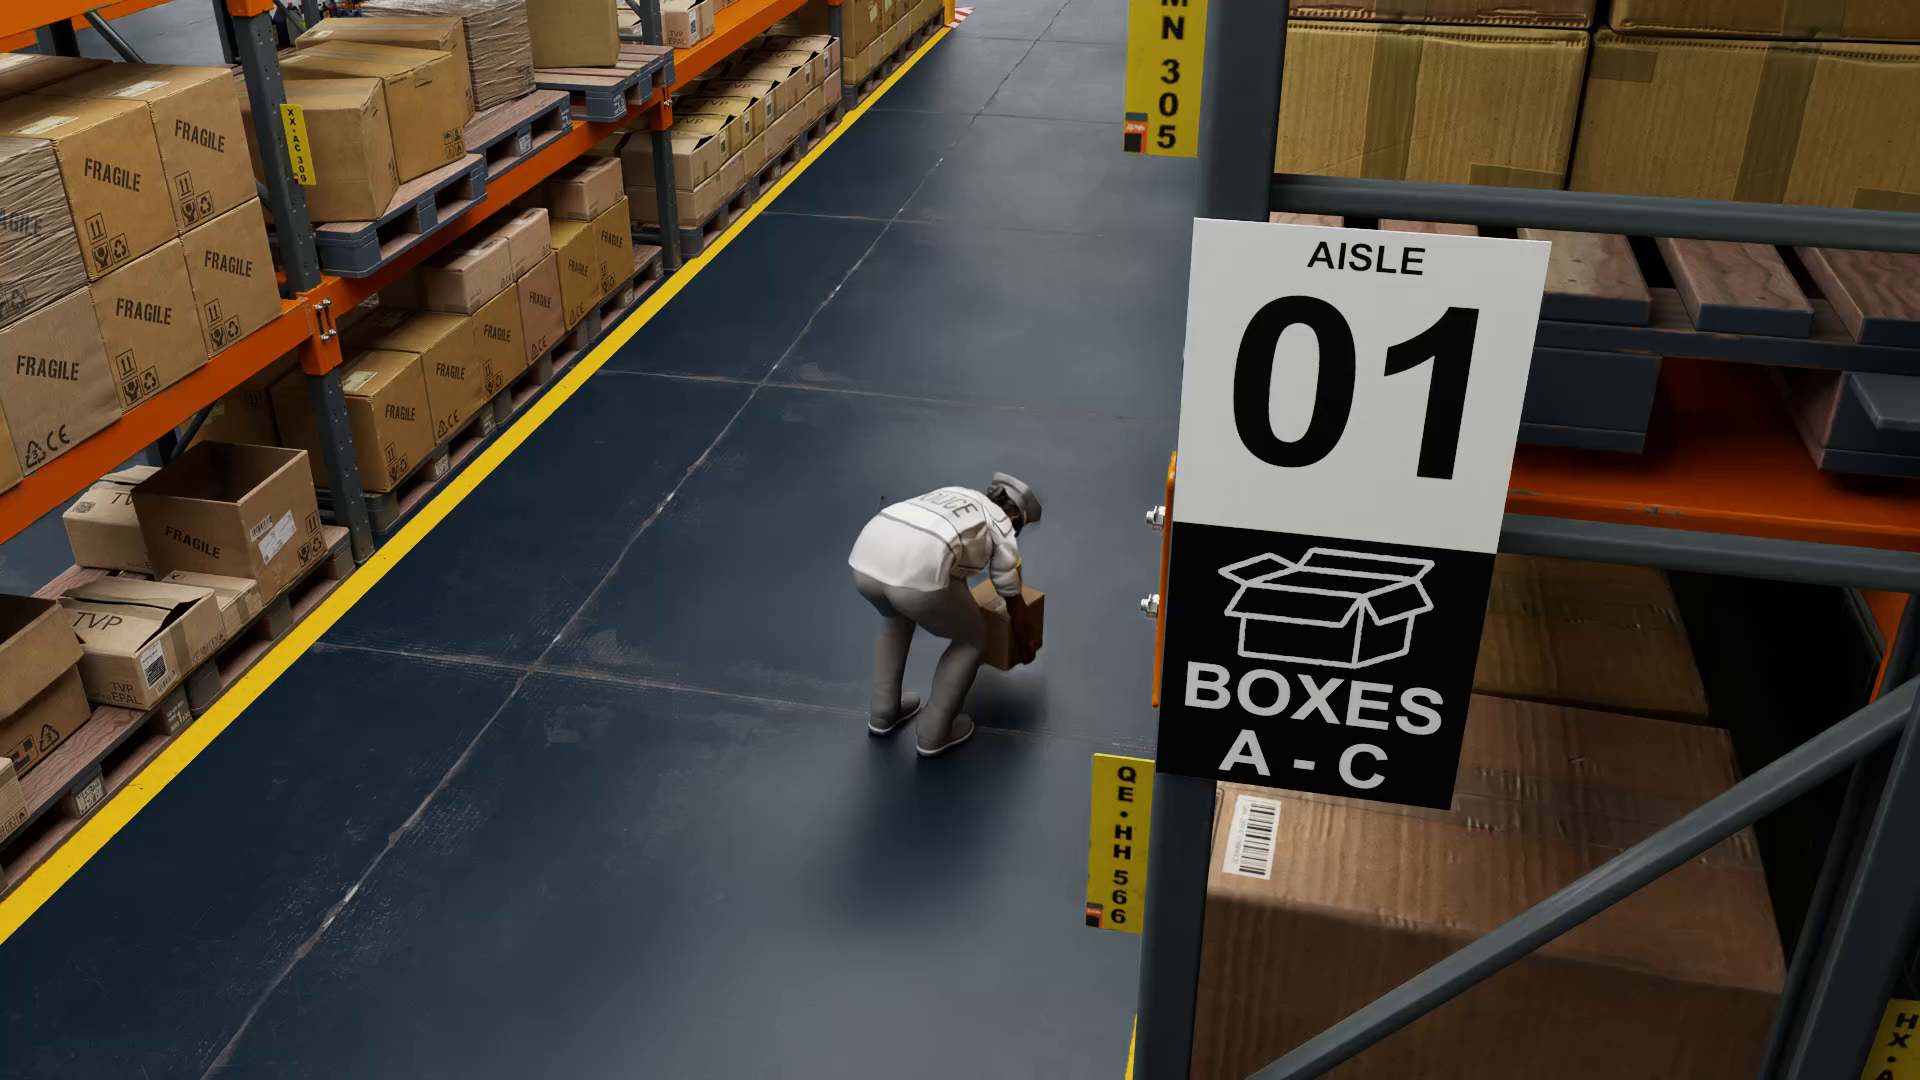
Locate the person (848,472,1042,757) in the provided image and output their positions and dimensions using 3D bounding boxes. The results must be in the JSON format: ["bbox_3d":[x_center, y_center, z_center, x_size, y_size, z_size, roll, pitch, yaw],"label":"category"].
[{"bbox_3d":[-0.038,0.238,6.397,0.461,0.987,0.926,19,34,30],"label":"person"}]
